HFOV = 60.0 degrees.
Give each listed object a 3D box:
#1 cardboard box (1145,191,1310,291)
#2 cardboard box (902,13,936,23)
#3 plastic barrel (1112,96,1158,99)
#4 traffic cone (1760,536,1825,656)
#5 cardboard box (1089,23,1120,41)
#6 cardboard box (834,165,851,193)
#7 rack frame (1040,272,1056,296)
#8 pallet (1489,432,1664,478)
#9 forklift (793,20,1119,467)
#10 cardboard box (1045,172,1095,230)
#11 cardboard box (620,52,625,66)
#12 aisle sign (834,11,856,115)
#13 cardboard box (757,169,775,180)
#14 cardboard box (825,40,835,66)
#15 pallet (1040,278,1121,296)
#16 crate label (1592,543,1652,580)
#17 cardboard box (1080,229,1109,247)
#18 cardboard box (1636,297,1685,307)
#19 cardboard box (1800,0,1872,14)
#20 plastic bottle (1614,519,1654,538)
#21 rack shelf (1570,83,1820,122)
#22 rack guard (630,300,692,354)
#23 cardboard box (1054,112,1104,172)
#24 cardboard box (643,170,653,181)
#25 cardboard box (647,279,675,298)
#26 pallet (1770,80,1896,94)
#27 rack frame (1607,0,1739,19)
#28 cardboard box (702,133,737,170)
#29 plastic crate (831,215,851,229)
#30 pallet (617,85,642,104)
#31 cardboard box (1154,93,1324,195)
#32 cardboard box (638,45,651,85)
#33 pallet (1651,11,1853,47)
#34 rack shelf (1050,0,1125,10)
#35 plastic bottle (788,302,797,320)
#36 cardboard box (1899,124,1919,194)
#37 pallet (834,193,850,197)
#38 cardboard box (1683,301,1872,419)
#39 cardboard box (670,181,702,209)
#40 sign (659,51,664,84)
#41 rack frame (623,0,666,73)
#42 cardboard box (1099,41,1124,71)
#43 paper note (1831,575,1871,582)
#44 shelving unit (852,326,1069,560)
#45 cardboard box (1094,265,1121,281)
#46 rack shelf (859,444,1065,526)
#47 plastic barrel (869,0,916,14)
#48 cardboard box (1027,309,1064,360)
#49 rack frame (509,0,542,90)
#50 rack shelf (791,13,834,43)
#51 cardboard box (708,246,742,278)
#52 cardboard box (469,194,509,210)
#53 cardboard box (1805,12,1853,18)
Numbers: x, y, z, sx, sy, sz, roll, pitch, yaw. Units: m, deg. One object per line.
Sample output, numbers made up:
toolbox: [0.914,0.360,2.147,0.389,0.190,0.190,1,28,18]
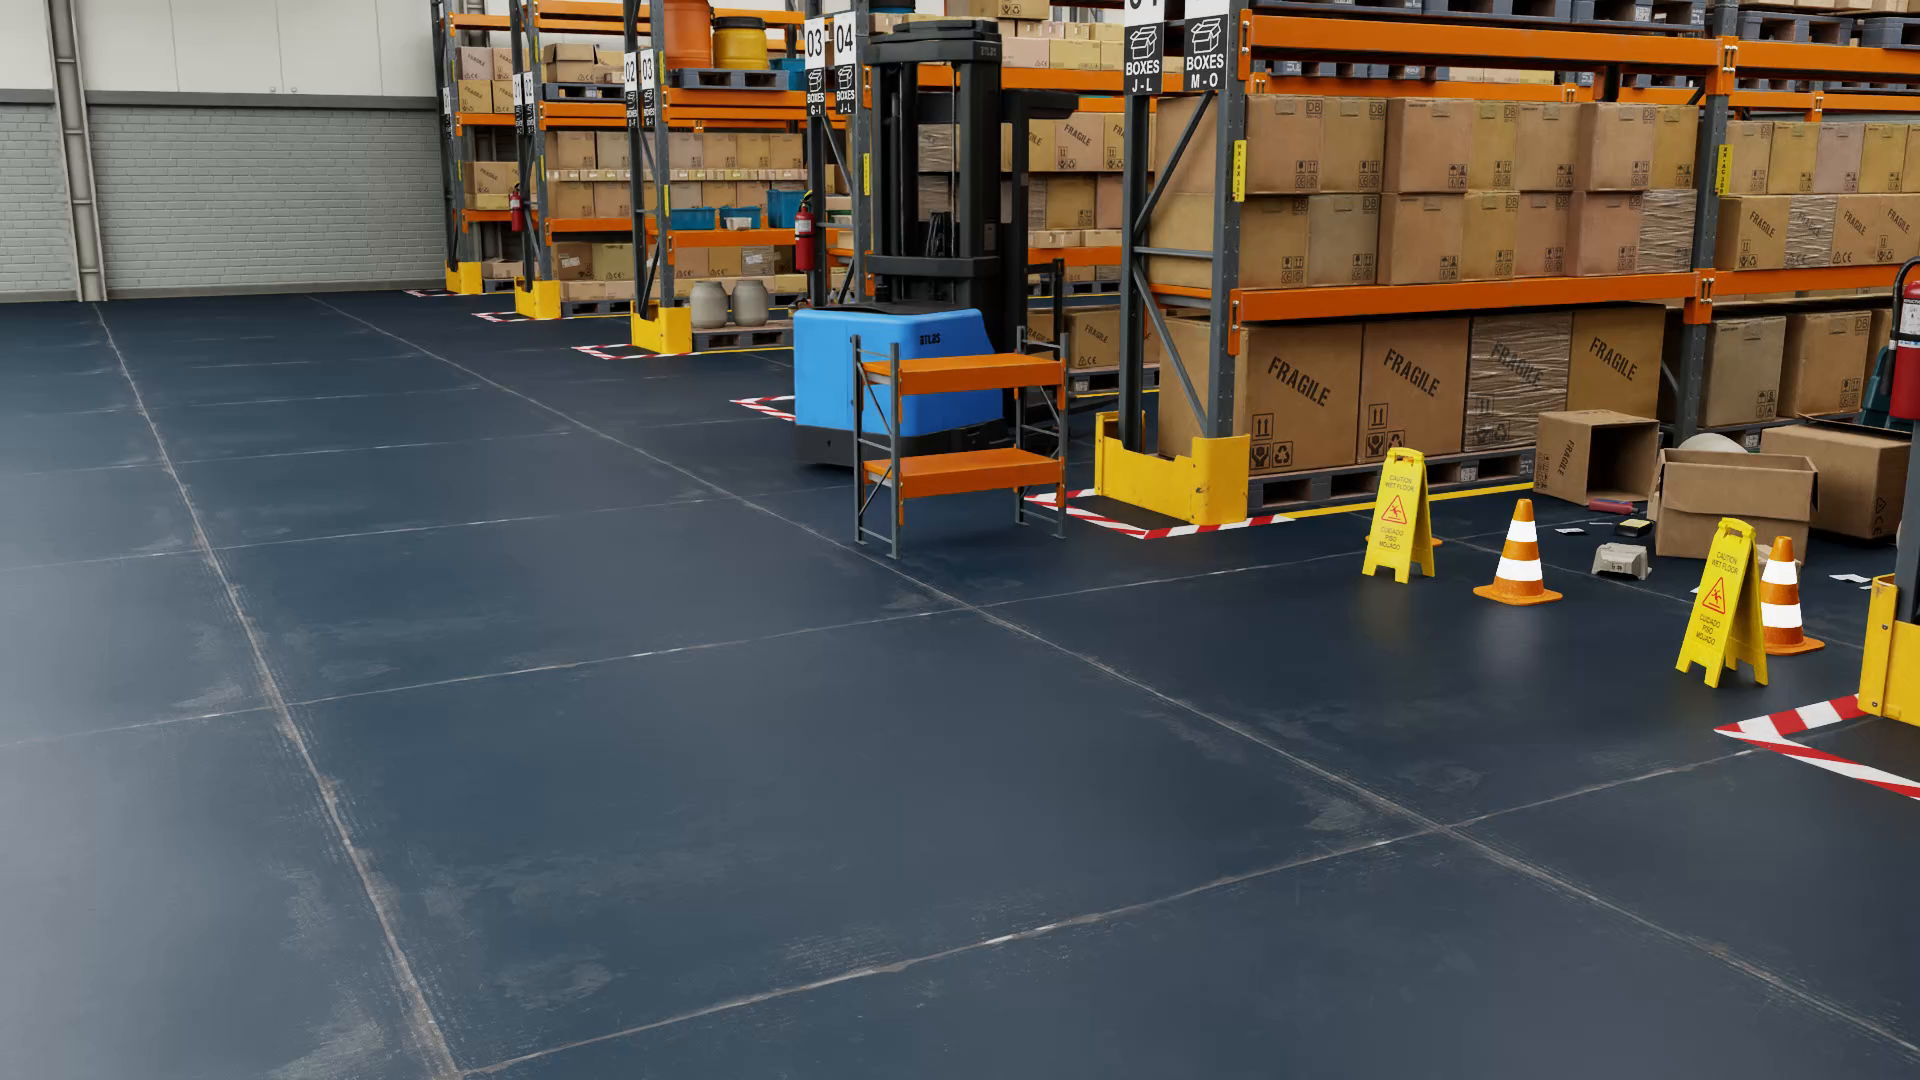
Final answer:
cardboard box: [1.576,-1.792,9.898,0.550,0.550,0.875,-7,14,-28]
cardboard box: [-0.390,-4.215,13.610,0.250,0.149,0.380,-6,14,-27]
plastic barrel: [2.234,-5.993,21.098,0.708,0.830,0.600,-7,14,-28]
traffic cone: [3.492,0.216,7.095,0.334,0.463,0.336,-7,14,-28]
cardboard box: [1.194,-4.414,14.491,0.250,0.149,0.380,-6,14,-25]
cardboard box: [-2.000,-6.491,29.890,0.500,0.500,0.700,-8,15,-33]
rack frame: [1.262,-5.389,26.222,0.127,3.000,1.000,-7,14,-28]
pallet: [4.078,-0.667,11.590,1.213,0.211,1.003,-7,14,-28]
forklift: [0.143,-2.113,11.821,1.130,2.935,3.031,9,15,35]
cardboard box: [0.765,-3.054,14.944,0.500,0.500,0.875,-7,14,-28]
cardboard box: [-5.414,-7.767,27.407,0.500,0.500,0.500,-6,14,-25]
aisle sign: [-0.927,-3.842,13.426,0.004,0.787,0.394,-7,14,-28]
cardboard box: [-2.831,-5.210,23.721,0.250,0.149,0.380,-7,15,-30]
cardboard box: [-1.688,-6.986,24.165,0.500,0.500,0.500,-7,14,-27]
pallet: [1.936,-4.099,26.844,1.213,0.211,1.003,-7,14,-28]
crate label: [3.322,0.102,8.343,0.250,0.136,0.298,8,15,31]
cardboard box: [1.123,-2.702,14.854,0.250,0.149,0.380,-7,14,-28]
cardboard box: [7.408,-2.808,18.639,0.875,0.875,1.225,-7,14,-28]
cardboard box: [6.137,-3.784,11.646,0.250,0.149,0.380,-7,14,-28]
plastic bottle: [3.774,-0.072,9.289,0.133,0.061,0.283,11,17,40]
rack shelf: [7.761,-4.802,18.421,4.000,0.370,1.077,-7,14,-28]
rack guard: [-3.345,-2.390,18.589,0.348,0.500,1.175,-7,14,-28]
cardboard box: [0.914,-3.483,14.569,0.500,0.500,0.500,-7,14,-28]
cardboard box: [-4.406,-5.021,22.883,0.250,0.149,0.380,-7,15,-30]
cardboard box: [-4.306,-3.530,23.268,0.500,0.250,0.500,-7,14,-28]
pallet: [10.240,-5.404,19.661,1.213,0.211,1.003,-7,14,-28]
rack frame: [4.783,-5.019,10.914,0.127,3.000,1.000,-7,14,-28]
cardboard box: [-3.518,-5.496,23.515,0.500,0.500,0.700,-7,14,-28]
plastic crate: [-1.182,-3.665,19.161,0.437,0.136,0.530,-7,14,-28]
pallet: [-4.054,-6.166,23.045,1.213,0.211,1.003,-7,14,-28]
cardboard box: [1.616,-2.303,9.708,0.550,0.550,0.875,-7,14,-28]
cardboard box: [-4.171,-6.454,22.622,0.500,0.500,0.500,-7,14,-28]
pallet: [5.564,-3.568,11.735,1.217,0.209,0.805,-8,15,-30]
rack shelf: [1.877,-6.604,20.508,4.000,0.370,1.077,-7,14,-28]
plastic bottle: [-1.987,-2.719,19.731,0.097,0.201,0.097,0,13,0]
cardboard box: [7.002,-2.896,12.641,0.500,0.500,0.700,-7,14,-29]
pallet: [-1.689,-6.154,30.058,1.003,0.211,1.213,-7,14,-28]
cardboard box: [6.133,-1.383,12.588,0.750,0.750,1.050,-7,14,-28]
cardboard box: [-3.986,-4.806,23.404,0.500,0.500,0.700,-6,14,-26]
sign: [-3.130,-4.953,17.435,0.005,0.325,0.100,-7,14,-28]
rack frame: [-3.389,-6.519,17.580,0.127,3.000,1.000,-7,14,-28]
cardboard box: [1.312,-4.243,14.640,0.500,0.250,0.500,-7,14,-28]
paper note: [4.426,0.183,8.253,0.142,0.019,0.148,-2,13,-8]
shelving unit: [0.006,-0.549,8.989,1.048,1.125,0.538,-7,14,-28]
cardboard box: [2.256,-4.433,26.665,0.500,0.500,0.500,-7,15,-30]
rack shelf: [0.006,-0.311,9.043,1.000,0.278,0.538,-7,14,-28]
plastic barrel: [-0.803,-5.842,19.304,0.708,0.901,0.600,-7,14,-28]
cardboard box: [0.607,-1.817,15.088,0.500,0.500,0.500,-5,14,-23]
rack frame: [-5.759,-7.474,21.823,0.127,3.000,1.000,-7,14,-28]
rack shelf: [-0.493,-7.559,24.751,4.000,0.370,1.077,-7,14,-28]
cardboard box: [-3.432,-4.003,23.661,0.500,0.500,0.500,-7,14,-28]
cardboard box: [-7.556,-5.428,26.693,0.500,0.250,0.500,-7,15,-29]
cardboard box: [6.216,-3.992,12.204,0.500,0.311,0.500,-7,15,-30]
